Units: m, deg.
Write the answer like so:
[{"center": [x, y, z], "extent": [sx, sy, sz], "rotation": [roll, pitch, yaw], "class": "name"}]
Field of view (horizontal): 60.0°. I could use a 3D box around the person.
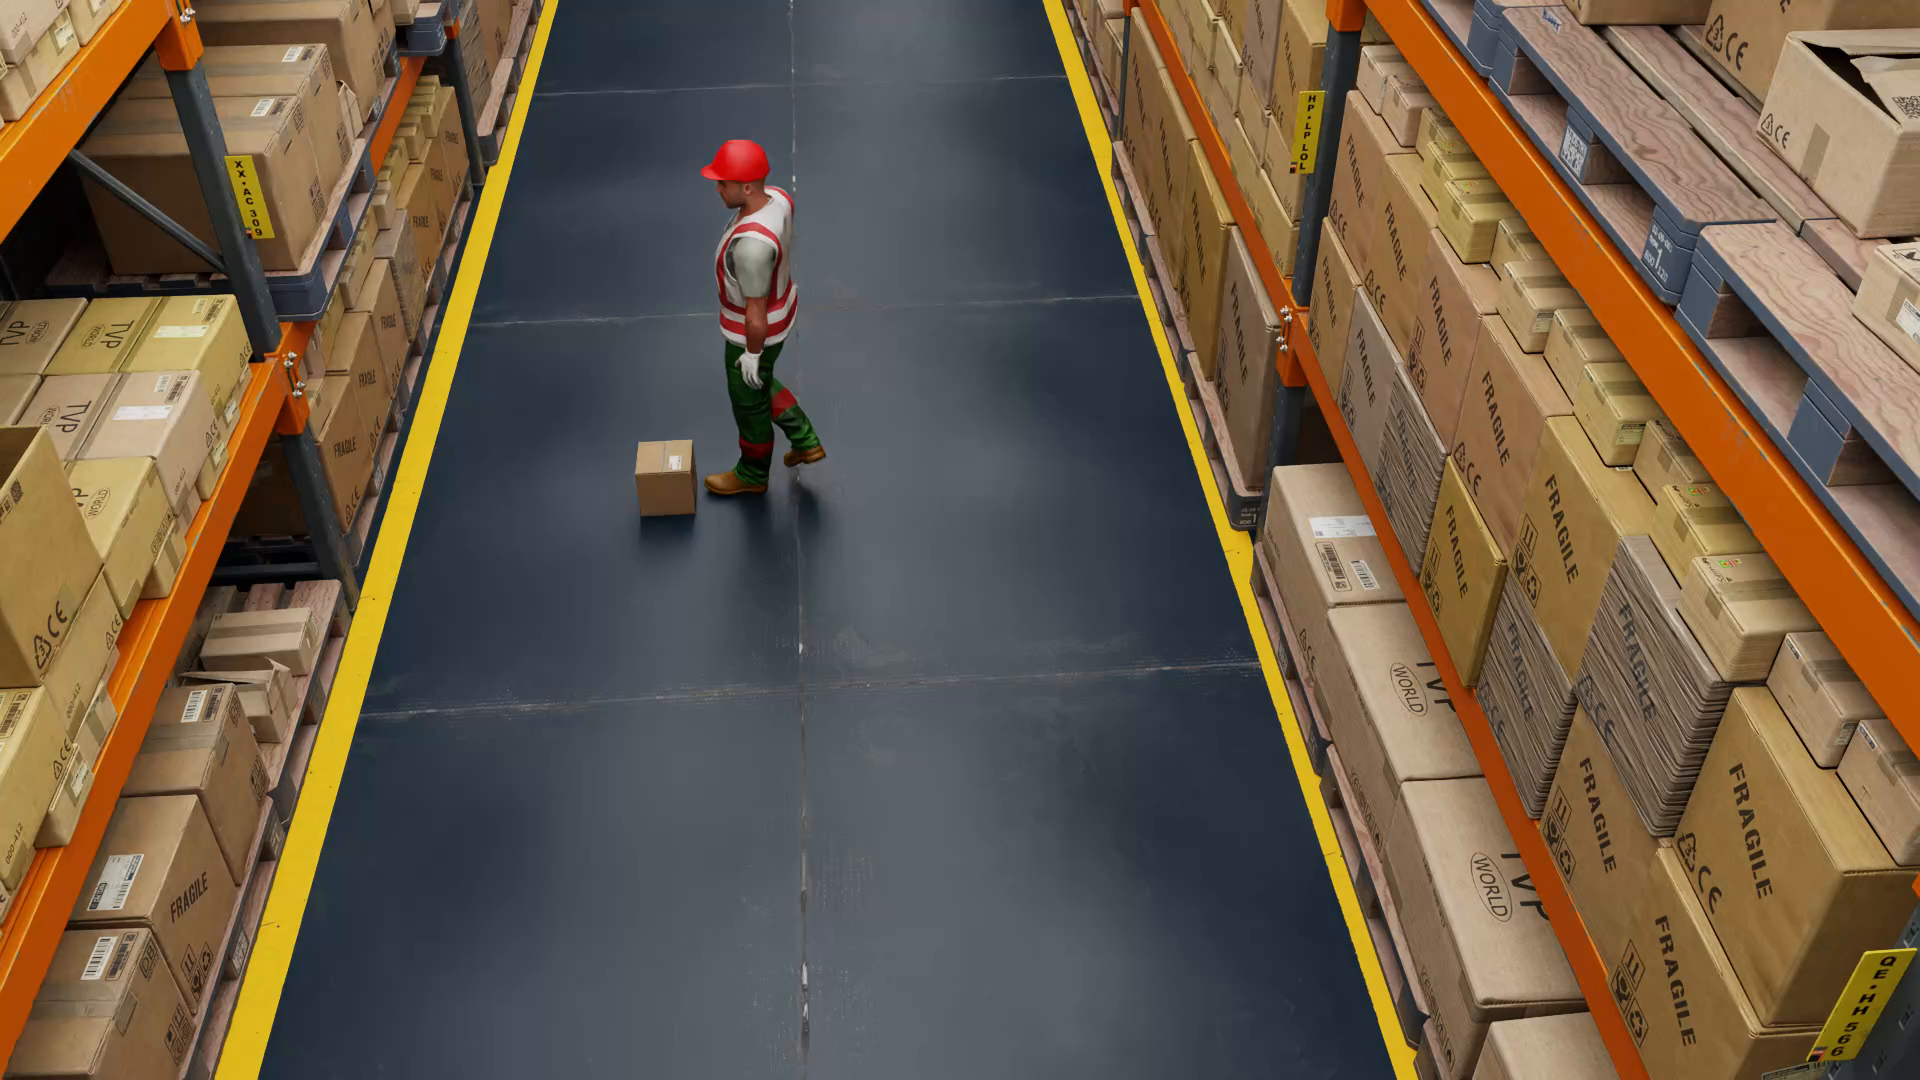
[{"center": [-0.893, -0.910, 7.266], "extent": [0.359, 1.789, 0.523], "rotation": [-2, 39, -3], "class": "person"}]
